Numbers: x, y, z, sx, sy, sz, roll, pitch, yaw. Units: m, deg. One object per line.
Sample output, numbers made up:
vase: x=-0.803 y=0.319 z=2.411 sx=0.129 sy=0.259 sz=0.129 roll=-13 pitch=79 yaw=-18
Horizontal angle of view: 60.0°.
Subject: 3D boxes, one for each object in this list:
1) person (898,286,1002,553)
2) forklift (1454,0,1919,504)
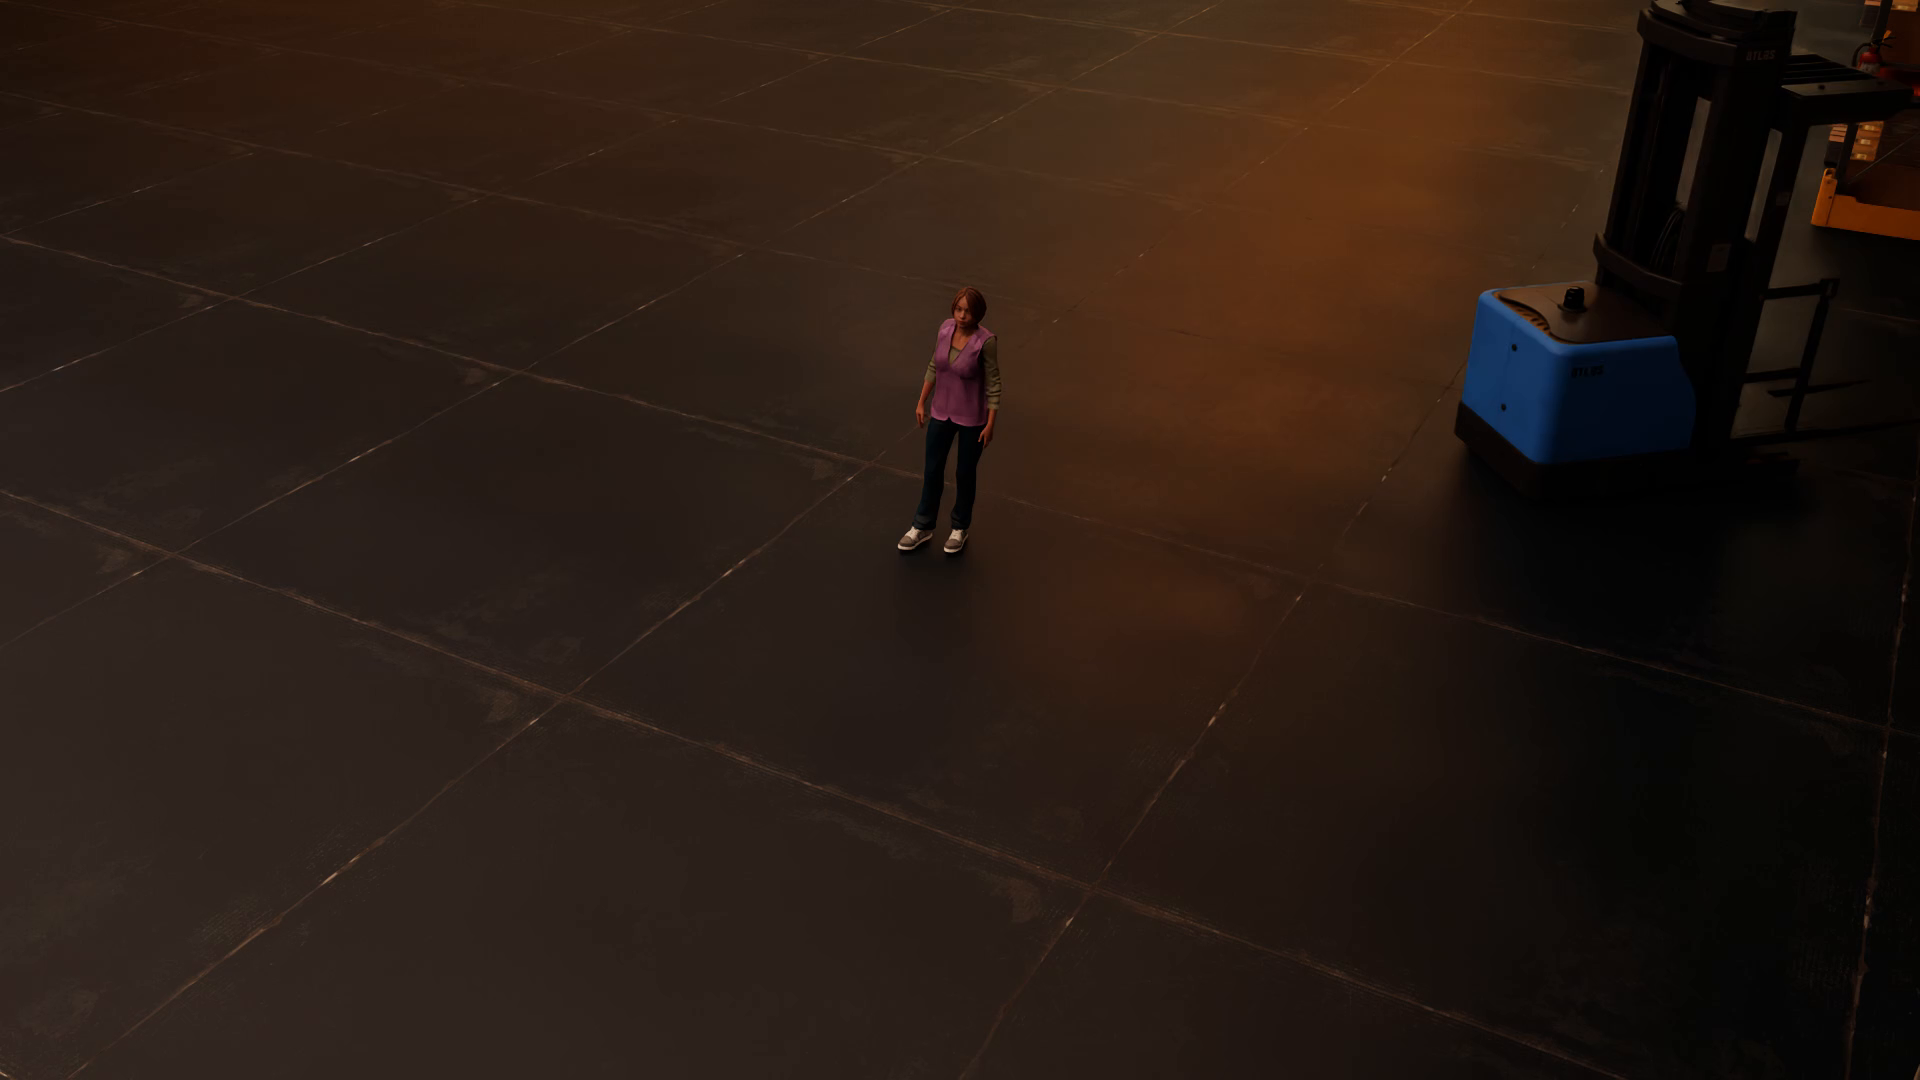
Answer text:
person: x=-0.048 y=-0.669 z=9.550 sx=0.520 sy=1.597 sz=0.476 roll=15 pitch=33 yaw=25
forklift: x=4.869 y=-1.875 z=10.319 sx=3.031 sy=2.935 sz=1.130 roll=-7 pitch=31 yaw=-12
